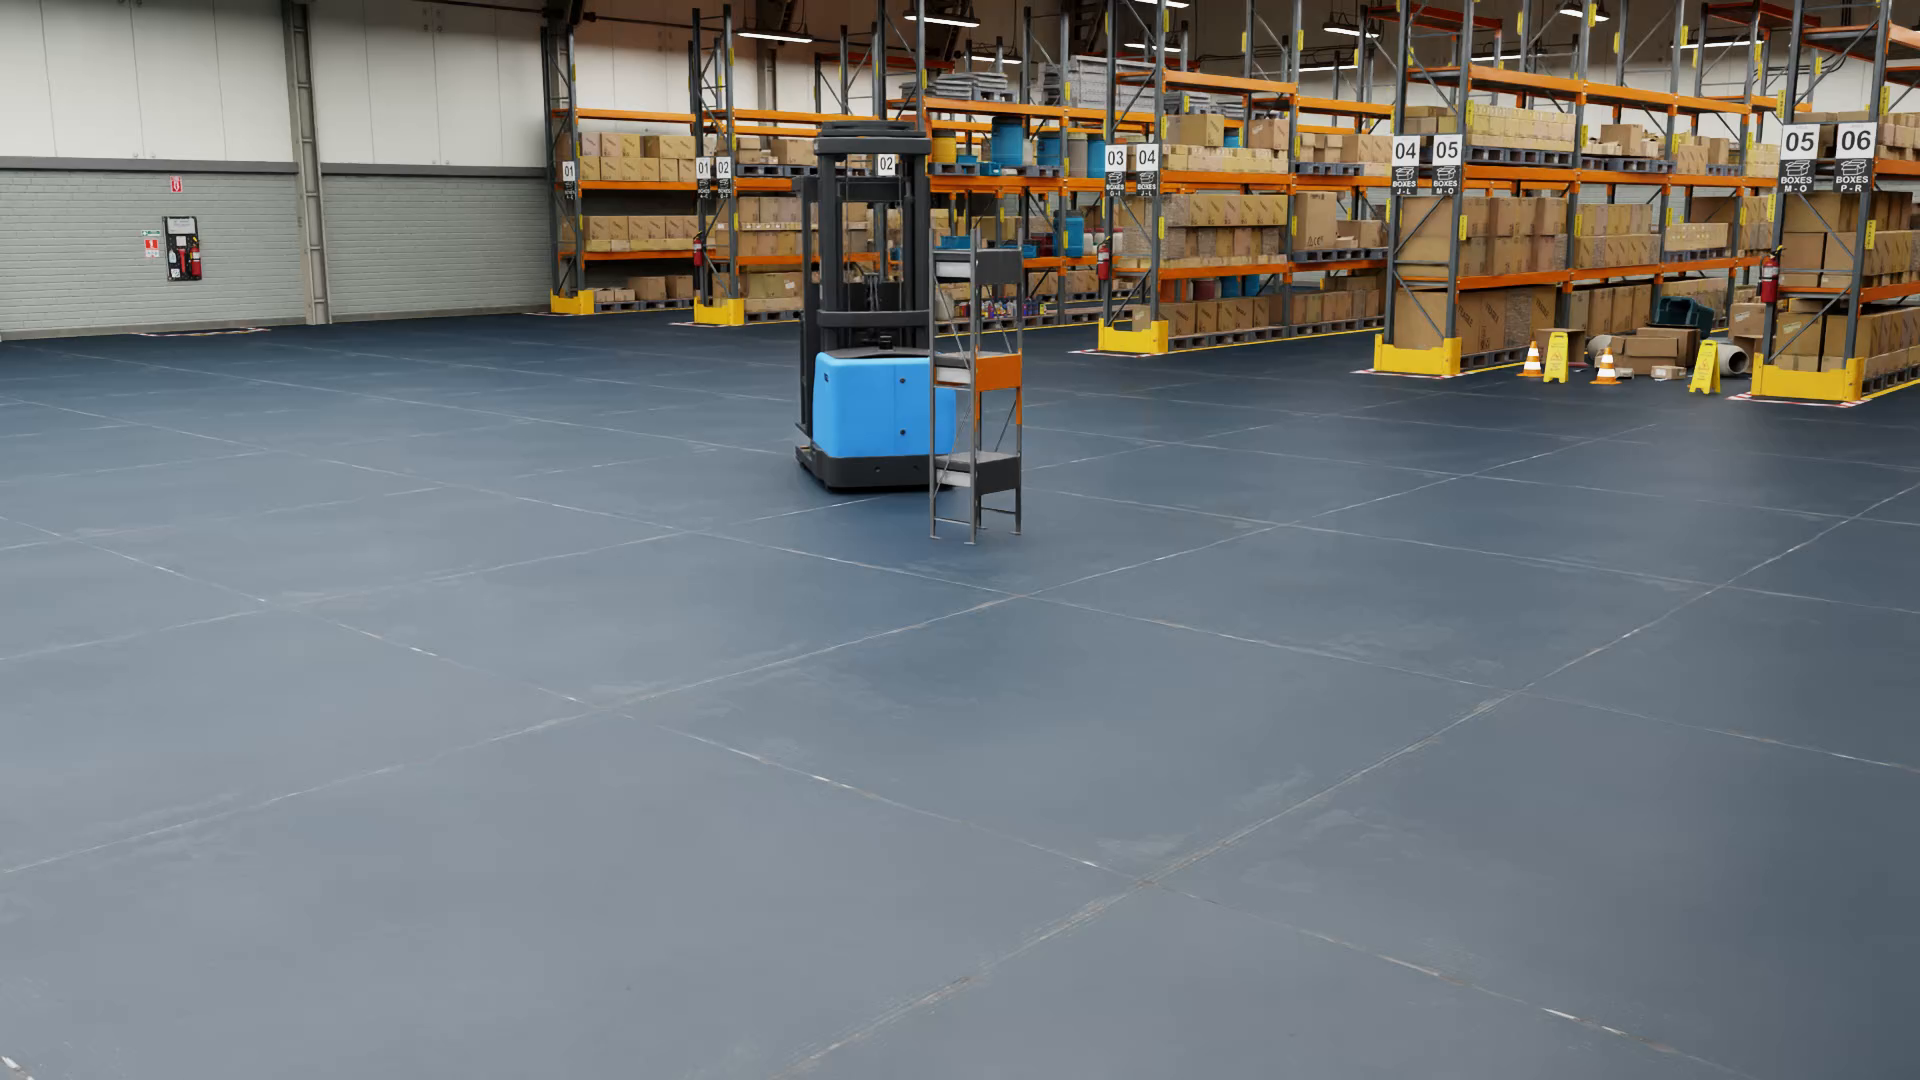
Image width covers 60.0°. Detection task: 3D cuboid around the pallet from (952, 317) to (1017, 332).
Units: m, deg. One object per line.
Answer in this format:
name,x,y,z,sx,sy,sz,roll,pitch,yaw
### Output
pallet,0.341,-4.057,31.190,1.003,0.211,1.213,10,15,40

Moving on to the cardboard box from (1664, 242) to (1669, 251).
cardboard box,12.088,-5.112,28.925,0.380,0.149,0.250,10,15,40

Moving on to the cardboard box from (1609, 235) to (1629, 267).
cardboard box,10.550,-4.715,27.112,0.500,0.500,0.500,10,15,41

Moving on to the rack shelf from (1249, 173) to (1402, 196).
rack shelf,6.661,-6.470,30.331,1.077,0.370,4.000,10,15,40

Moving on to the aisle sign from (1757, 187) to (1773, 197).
aisle sign,16.744,-7.491,34.629,0.394,0.787,0.004,10,15,40

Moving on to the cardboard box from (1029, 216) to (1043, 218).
cardboard box,1.771,-8.815,47.129,0.980,0.700,0.700,11,16,43

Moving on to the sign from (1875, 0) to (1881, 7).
sign,12.365,-7.325,22.327,0.100,0.325,0.005,10,15,40

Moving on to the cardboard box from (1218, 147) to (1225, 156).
cardboard box,4.070,-6.302,27.020,0.380,0.149,0.250,10,15,40

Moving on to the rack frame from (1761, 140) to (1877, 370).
rack frame,10.145,-3.188,19.720,1.000,3.000,0.127,10,15,40

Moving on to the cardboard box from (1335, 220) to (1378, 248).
cardboard box,7.362,-5.721,31.077,0.500,0.500,0.700,-9,15,-39

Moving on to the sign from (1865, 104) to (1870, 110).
sign,12.366,-5.765,22.640,0.100,0.325,0.005,10,15,40

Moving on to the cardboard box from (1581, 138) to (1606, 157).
cardboard box,10.328,-6.445,27.269,0.500,0.311,0.500,9,15,39

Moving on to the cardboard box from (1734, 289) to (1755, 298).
cardboard box,15.405,-4.847,32.713,0.380,0.149,0.250,10,15,42

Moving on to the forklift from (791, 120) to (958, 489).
forklift,-0.845,-2.087,14.383,1.130,2.935,3.031,-3,12,-13

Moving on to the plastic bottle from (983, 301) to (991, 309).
plastic bottle,0.499,-4.407,31.656,0.152,0.276,0.135,10,15,40

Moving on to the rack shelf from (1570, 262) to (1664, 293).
rack shelf,10.321,-4.343,27.340,1.077,0.370,4.000,10,15,40

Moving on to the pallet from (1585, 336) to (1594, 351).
pallet,9.453,-3.157,26.687,1.003,0.211,1.213,10,15,40

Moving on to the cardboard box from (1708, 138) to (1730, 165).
cardboard box,13.948,-7.263,31.137,0.700,0.500,0.500,10,15,40

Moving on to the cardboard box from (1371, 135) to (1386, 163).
cardboard box,7.524,-7.232,30.777,0.500,0.500,0.500,10,15,40

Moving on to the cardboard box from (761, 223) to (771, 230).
cardboard box,-3.979,-6.223,33.006,0.380,0.149,0.250,10,15,41

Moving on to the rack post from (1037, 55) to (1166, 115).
rack post,2.856,-9.039,33.187,1.013,1.000,3.121,10,15,40

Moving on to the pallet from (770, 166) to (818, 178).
pallet,-3.447,-7.459,33.672,1.003,0.211,1.213,10,15,40

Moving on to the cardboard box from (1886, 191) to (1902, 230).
cardboard box,11.978,-4.353,21.984,0.700,0.500,0.500,10,15,41

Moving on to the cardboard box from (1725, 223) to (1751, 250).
cardboard box,14.797,-5.814,31.852,0.500,0.500,0.500,9,15,39

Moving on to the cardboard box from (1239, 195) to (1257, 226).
cardboard box,4.591,-5.494,27.698,0.500,0.500,0.500,10,15,40

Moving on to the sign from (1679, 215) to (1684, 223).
sign,13.868,-6.072,31.950,0.100,0.325,0.005,10,15,40

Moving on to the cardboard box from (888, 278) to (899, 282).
cardboard box,-1.638,-5.500,35.813,0.500,0.311,0.500,10,15,41

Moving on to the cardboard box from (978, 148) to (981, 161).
cardboard box,0.476,-10.321,44.916,0.500,0.500,0.500,9,15,39

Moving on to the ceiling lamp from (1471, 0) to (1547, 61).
ceiling lamp,13.206,-13.337,40.315,2.000,3.185,0.800,10,15,40

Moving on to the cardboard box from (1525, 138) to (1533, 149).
cardboard box,7.993,-5.685,23.876,0.380,0.149,0.250,10,15,40

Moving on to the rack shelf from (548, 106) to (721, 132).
rack shelf,-7.141,-9.272,36.711,1.077,0.370,4.000,10,15,40

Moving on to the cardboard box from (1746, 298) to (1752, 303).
cardboard box,15.374,-4.710,32.790,0.380,0.149,0.250,11,16,43

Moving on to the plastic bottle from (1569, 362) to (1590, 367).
plastic bottle,8.881,-2.512,23.837,0.283,0.061,0.133,4,12,21

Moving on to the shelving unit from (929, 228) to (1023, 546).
shelving unit,0.109,-1.054,11.334,0.431,2.100,0.503,10,15,40

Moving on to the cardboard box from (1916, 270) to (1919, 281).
cardboard box,12.412,-3.501,21.927,0.380,0.149,0.250,10,15,41

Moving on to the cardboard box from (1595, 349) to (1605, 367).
cardboard box,9.249,-2.570,23.606,0.258,0.266,0.396,-9,14,-38

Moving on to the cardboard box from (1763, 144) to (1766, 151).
cardboard box,15.344,-7.581,32.146,0.380,0.149,0.250,9,15,39

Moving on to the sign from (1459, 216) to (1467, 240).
sign,6.773,-4.204,22.394,0.100,0.325,0.005,10,15,40

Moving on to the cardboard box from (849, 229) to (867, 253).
cardboard box,-2.386,-6.322,35.156,0.700,0.500,0.500,9,15,39

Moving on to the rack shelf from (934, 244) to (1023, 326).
rack shelf,0.109,-1.727,11.200,0.431,0.518,0.480,10,15,40

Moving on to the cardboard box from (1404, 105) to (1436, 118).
cardboard box,6.327,-5.900,22.919,0.380,0.149,0.250,10,15,41

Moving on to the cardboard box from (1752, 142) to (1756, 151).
cardboard box,14.860,-7.464,31.559,0.380,0.149,0.250,9,14,38

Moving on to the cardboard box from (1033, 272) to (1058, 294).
cardboard box,2.075,-6.176,39.939,0.500,0.500,0.500,9,14,38

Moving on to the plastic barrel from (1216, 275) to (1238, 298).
plastic barrel,6.062,-5.870,37.434,0.600,0.901,0.708,10,15,40

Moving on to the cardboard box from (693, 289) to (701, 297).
cardboard box,-6.152,-5.723,38.522,0.380,0.166,0.250,7,14,33

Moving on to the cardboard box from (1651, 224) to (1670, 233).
cardboard box,12.094,-5.408,28.886,0.380,0.149,0.250,10,15,40

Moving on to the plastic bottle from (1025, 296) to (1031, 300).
plastic bottle,1.304,-4.501,31.936,0.144,0.351,0.185,10,15,40

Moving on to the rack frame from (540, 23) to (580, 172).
rack frame,-8.462,-9.332,35.167,1.000,3.000,0.127,10,15,40

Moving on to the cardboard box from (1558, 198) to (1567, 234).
cardboard box,8.731,-4.955,25.426,0.875,0.550,0.550,10,15,40

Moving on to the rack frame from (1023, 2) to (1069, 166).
rack frame,1.621,-8.640,31.700,1.000,3.000,0.127,10,15,40

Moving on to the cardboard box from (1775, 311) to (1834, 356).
cardboard box,10.478,-2.565,20.634,0.500,0.500,0.500,10,15,41

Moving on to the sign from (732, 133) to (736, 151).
sign,-4.325,-7.616,31.799,0.100,0.325,0.005,10,15,40

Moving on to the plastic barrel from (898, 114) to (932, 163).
plastic barrel,-0.794,-7.085,29.404,0.600,0.830,0.708,10,15,40
